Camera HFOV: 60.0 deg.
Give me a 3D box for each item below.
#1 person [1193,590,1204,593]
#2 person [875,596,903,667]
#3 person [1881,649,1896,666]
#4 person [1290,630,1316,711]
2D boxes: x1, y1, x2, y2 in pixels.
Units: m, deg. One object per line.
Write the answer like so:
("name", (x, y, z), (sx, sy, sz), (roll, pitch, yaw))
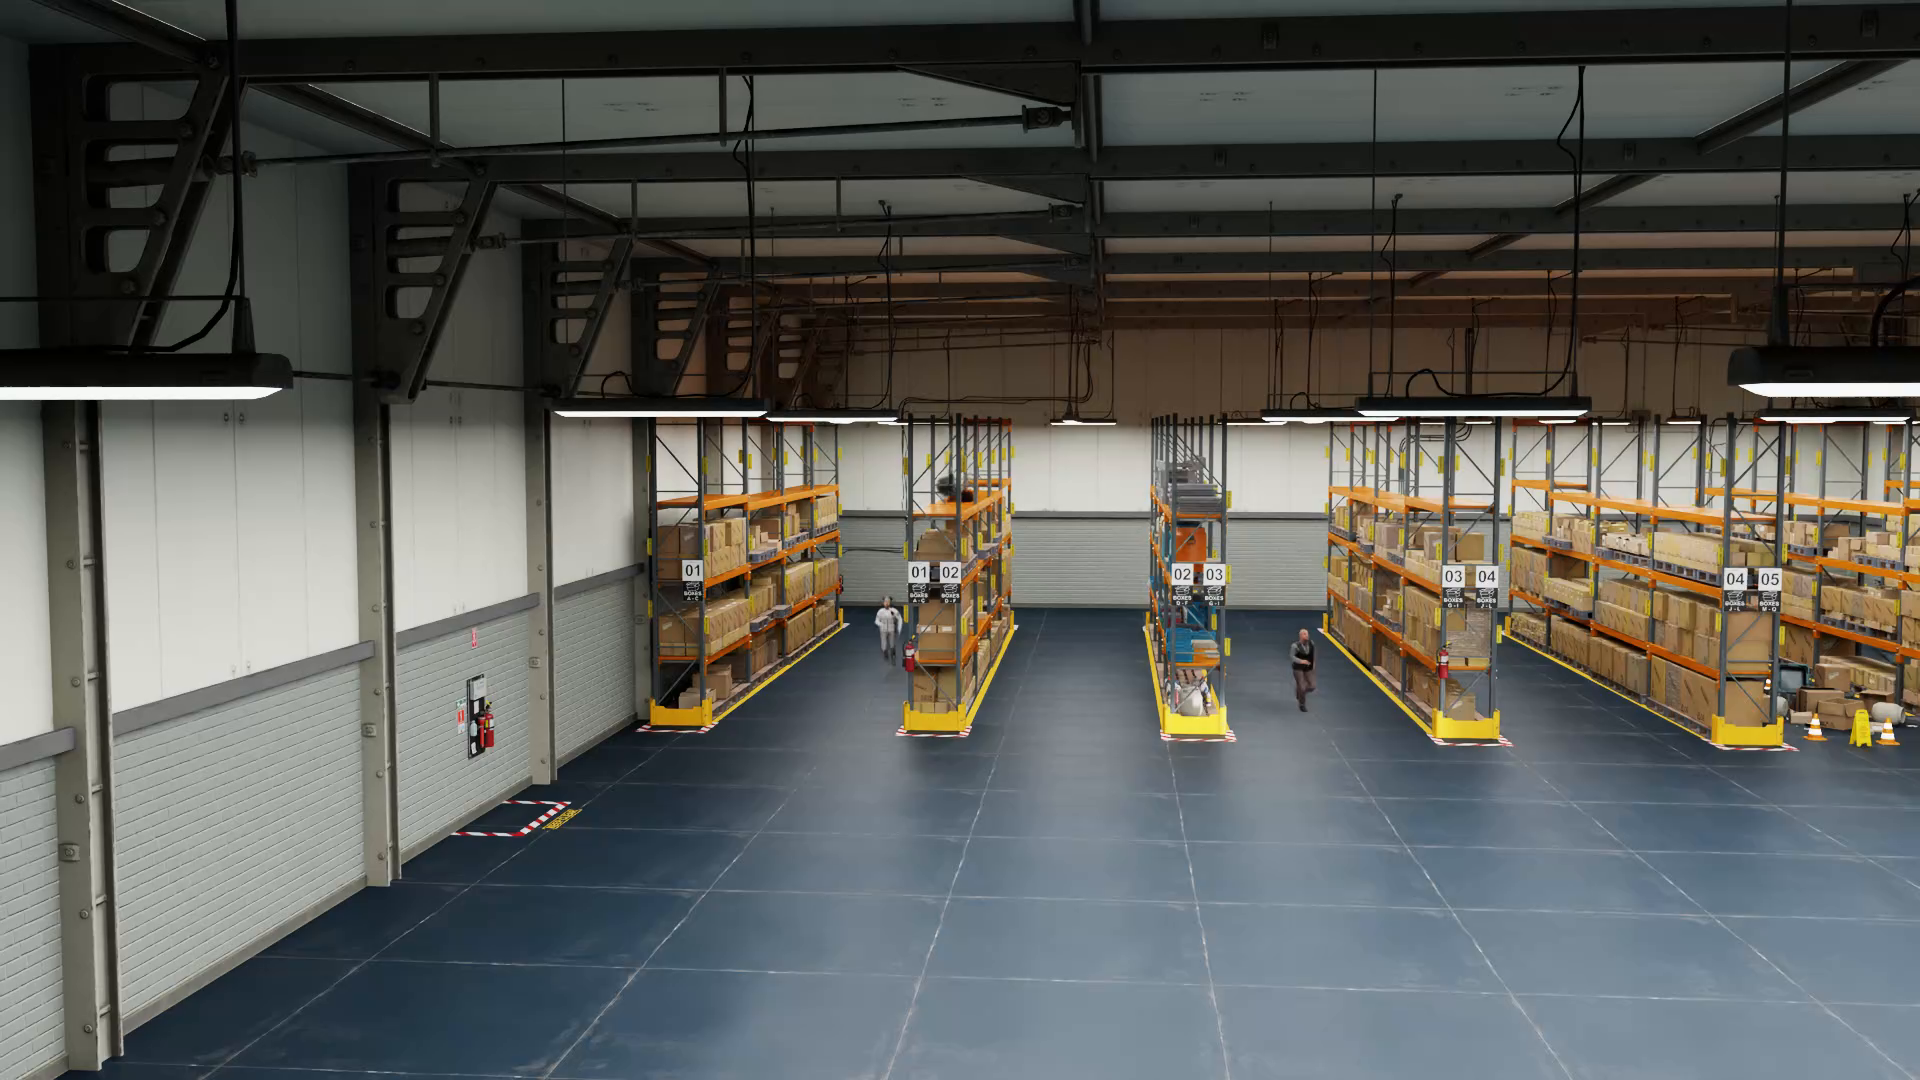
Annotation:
("person", (6.825, 1.646, 47.780), (0.668, 1.803, 0.765), (2, 4, 27))
("person", (-1.627, 2.087, 37.946), (0.623, 1.627, 0.540), (0, 4, 0))
("person", (21.601, 2.275, 38.435), (0.692, 1.718, 0.603), (0, 4, -3))
("person", (6.975, 2.637, 33.601), (0.698, 1.672, 0.652), (-1, 4, -19))
